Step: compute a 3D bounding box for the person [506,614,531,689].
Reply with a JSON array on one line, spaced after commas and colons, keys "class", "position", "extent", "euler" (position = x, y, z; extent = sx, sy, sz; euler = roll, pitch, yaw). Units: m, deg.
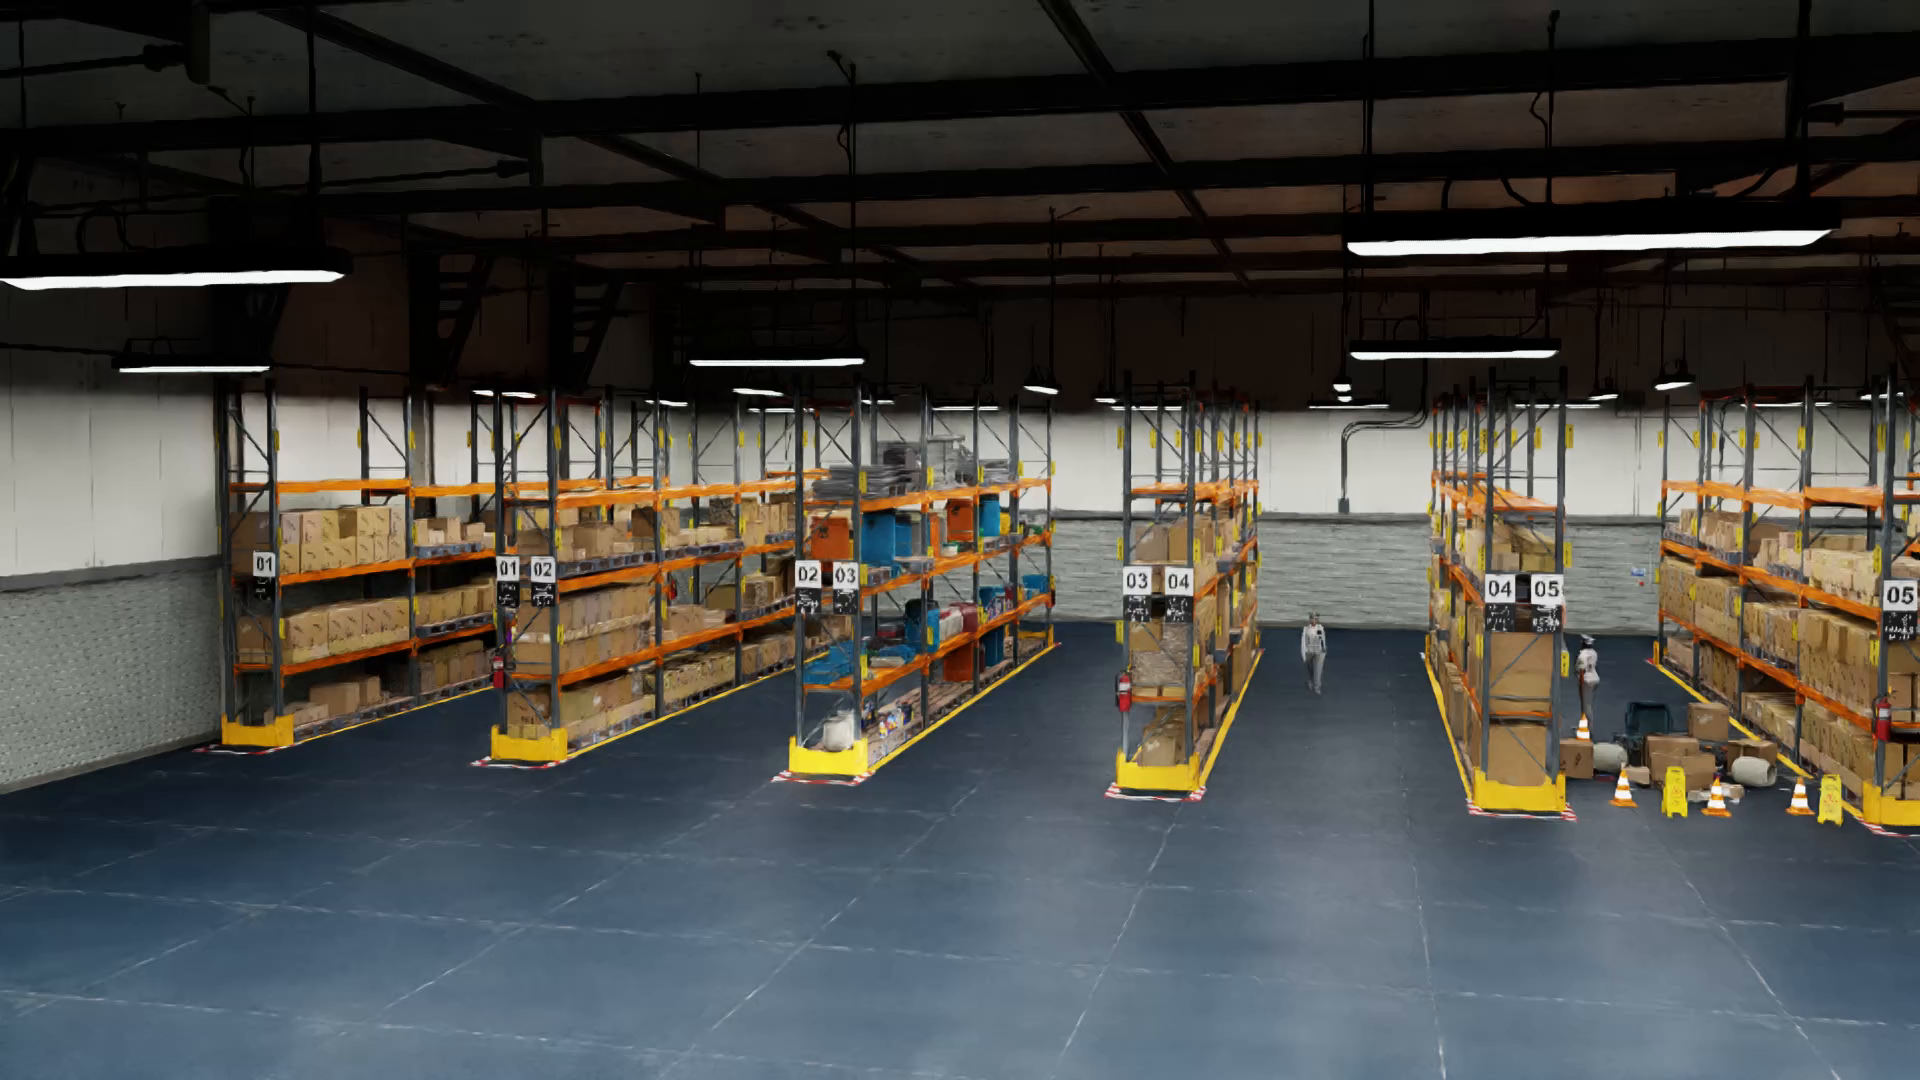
[{"class": "person", "position": [-8.420, 2.225, 31.908], "extent": [0.571, 1.708, 1.033], "euler": [0, 3, 5]}]

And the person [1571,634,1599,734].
[{"class": "person", "position": [10.651, 2.455, 28.378], "extent": [0.464, 1.674, 0.495], "euler": [3, 5, 45]}]

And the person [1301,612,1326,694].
[{"class": "person", "position": [6.998, 2.211, 32.950], "extent": [0.495, 1.589, 1.086], "euler": [1, 4, 16]}]

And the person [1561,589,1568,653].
[{"class": "person", "position": [13.982, 1.829, 38.822], "extent": [0.374, 1.666, 0.556], "euler": [-1, 4, -17]}]
